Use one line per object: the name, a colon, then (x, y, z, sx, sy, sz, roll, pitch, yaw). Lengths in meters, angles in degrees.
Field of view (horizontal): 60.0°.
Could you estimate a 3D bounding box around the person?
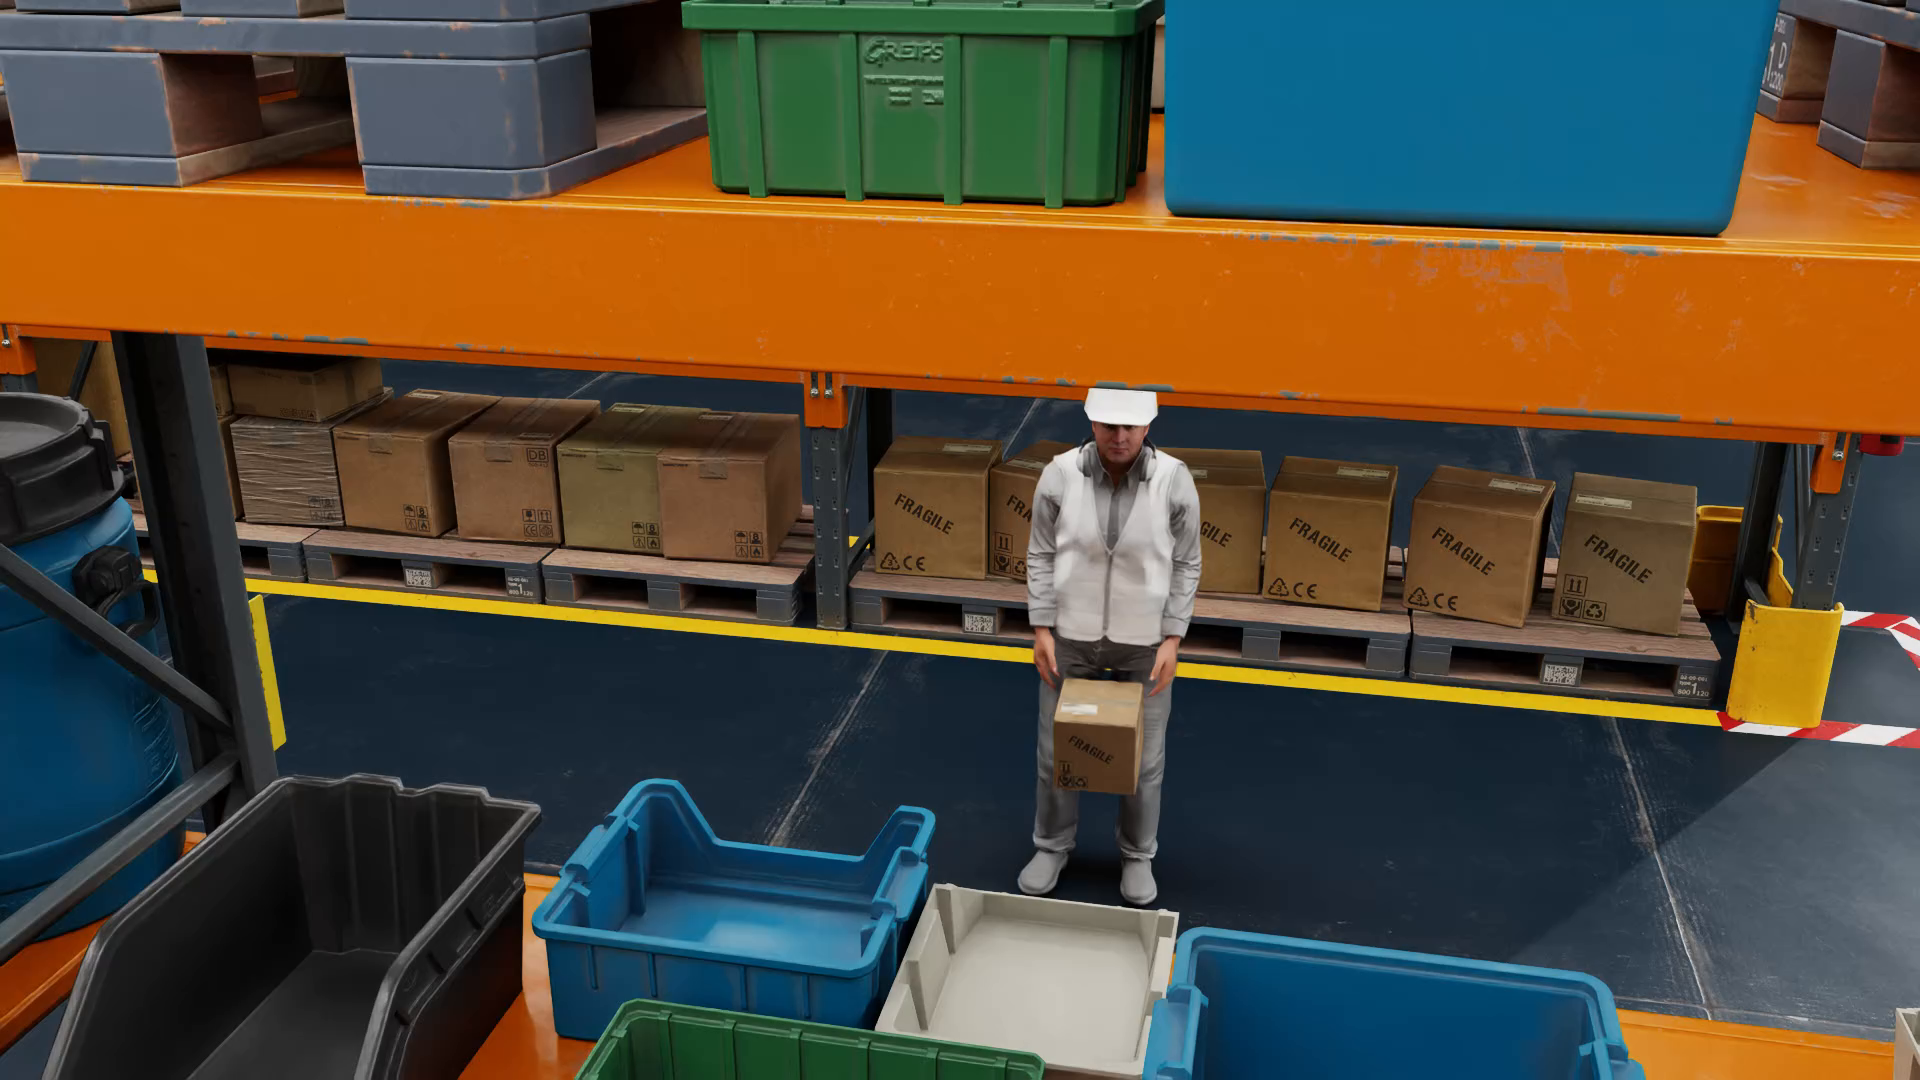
person: (0.478, 0.298, 5.279, 0.553, 1.778, 0.434, 4, 22, 10)
